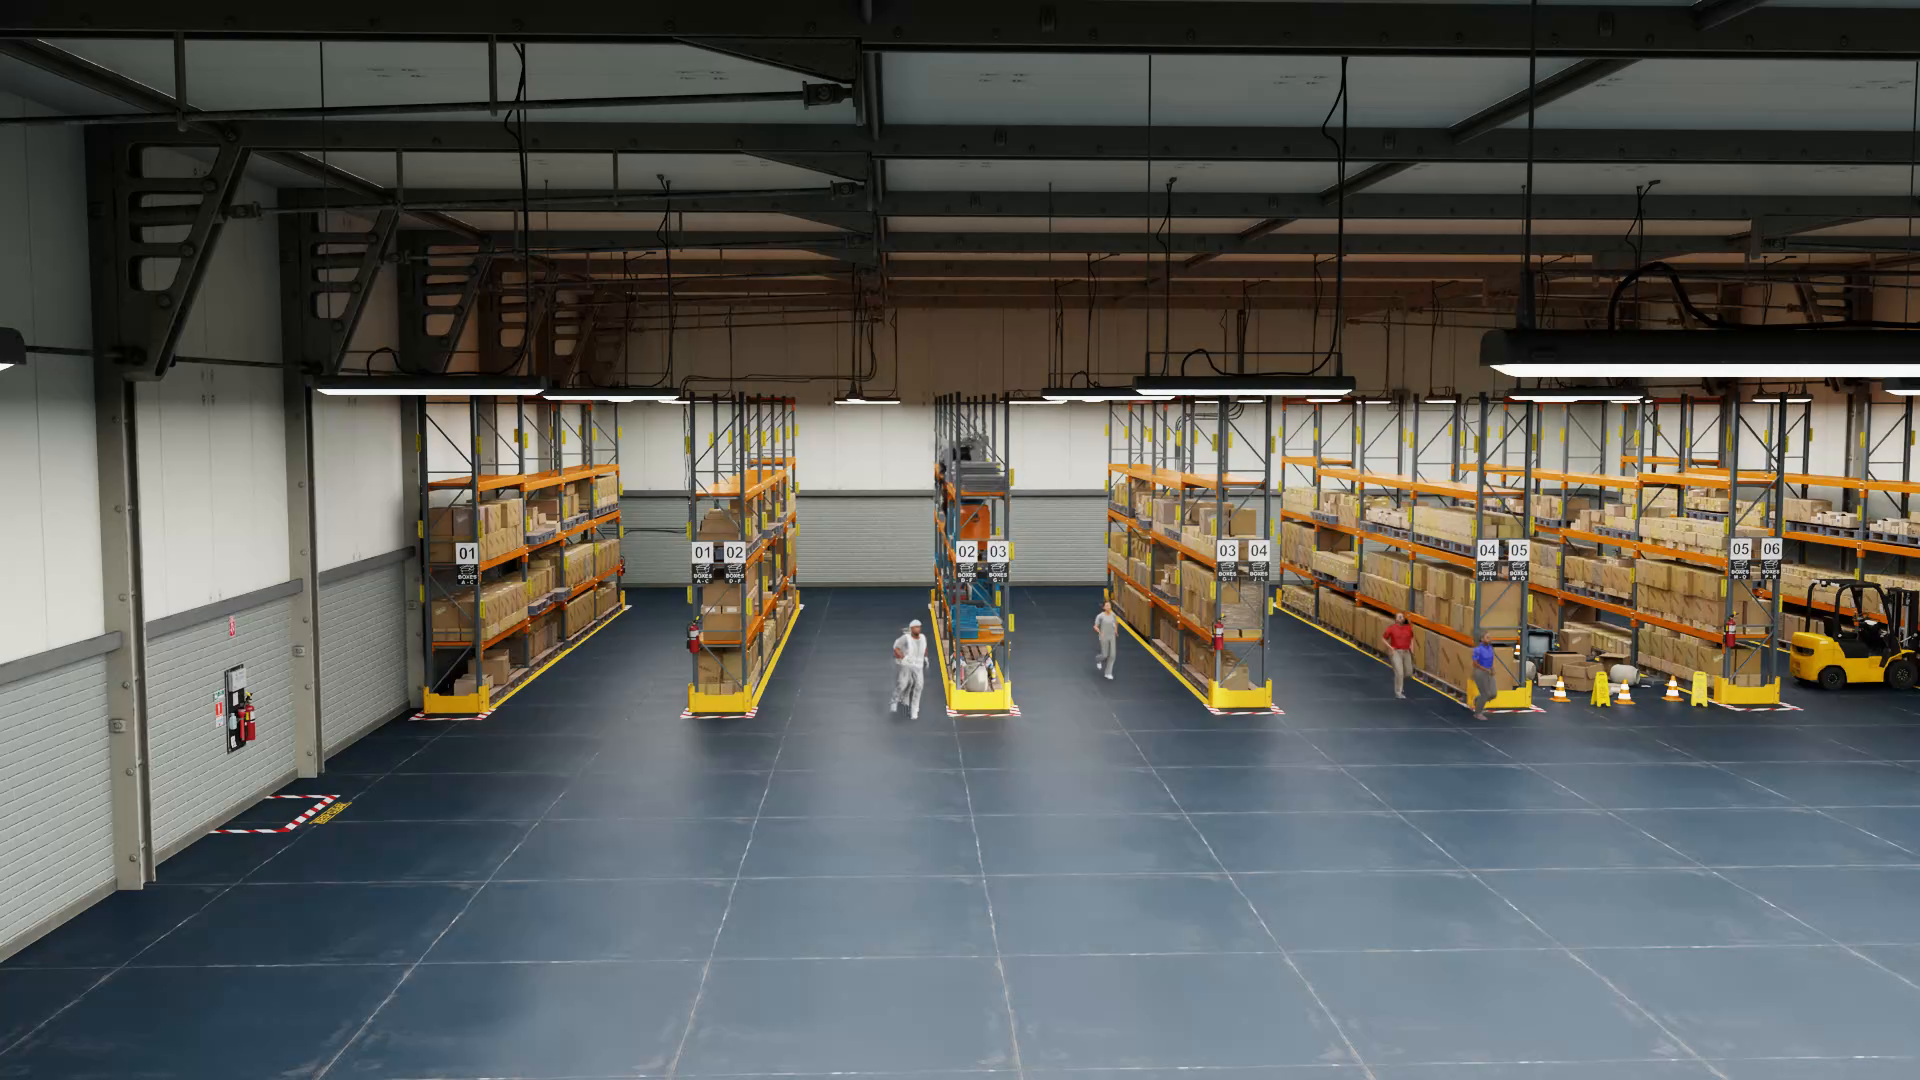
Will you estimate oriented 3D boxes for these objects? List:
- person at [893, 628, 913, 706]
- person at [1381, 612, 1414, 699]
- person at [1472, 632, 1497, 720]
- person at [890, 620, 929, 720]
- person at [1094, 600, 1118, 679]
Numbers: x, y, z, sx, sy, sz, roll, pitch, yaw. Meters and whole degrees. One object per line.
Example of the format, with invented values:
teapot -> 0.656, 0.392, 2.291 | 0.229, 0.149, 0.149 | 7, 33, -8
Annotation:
person -> -1.022, 2.408, 31.889 | 0.604, 1.545, 0.941 | -1, 5, -14
person -> 8.650, 2.258, 32.775 | 0.664, 1.674, 0.654 | -1, 5, -9
person -> 9.624, 2.484, 30.480 | 0.604, 1.615, 0.559 | -3, 6, -35
person -> -0.871, 2.376, 30.828 | 0.746, 1.802, 0.826 | -2, 5, -25
person -> 3.108, 2.092, 35.231 | 0.565, 1.641, 0.731 | -1, 5, -17
